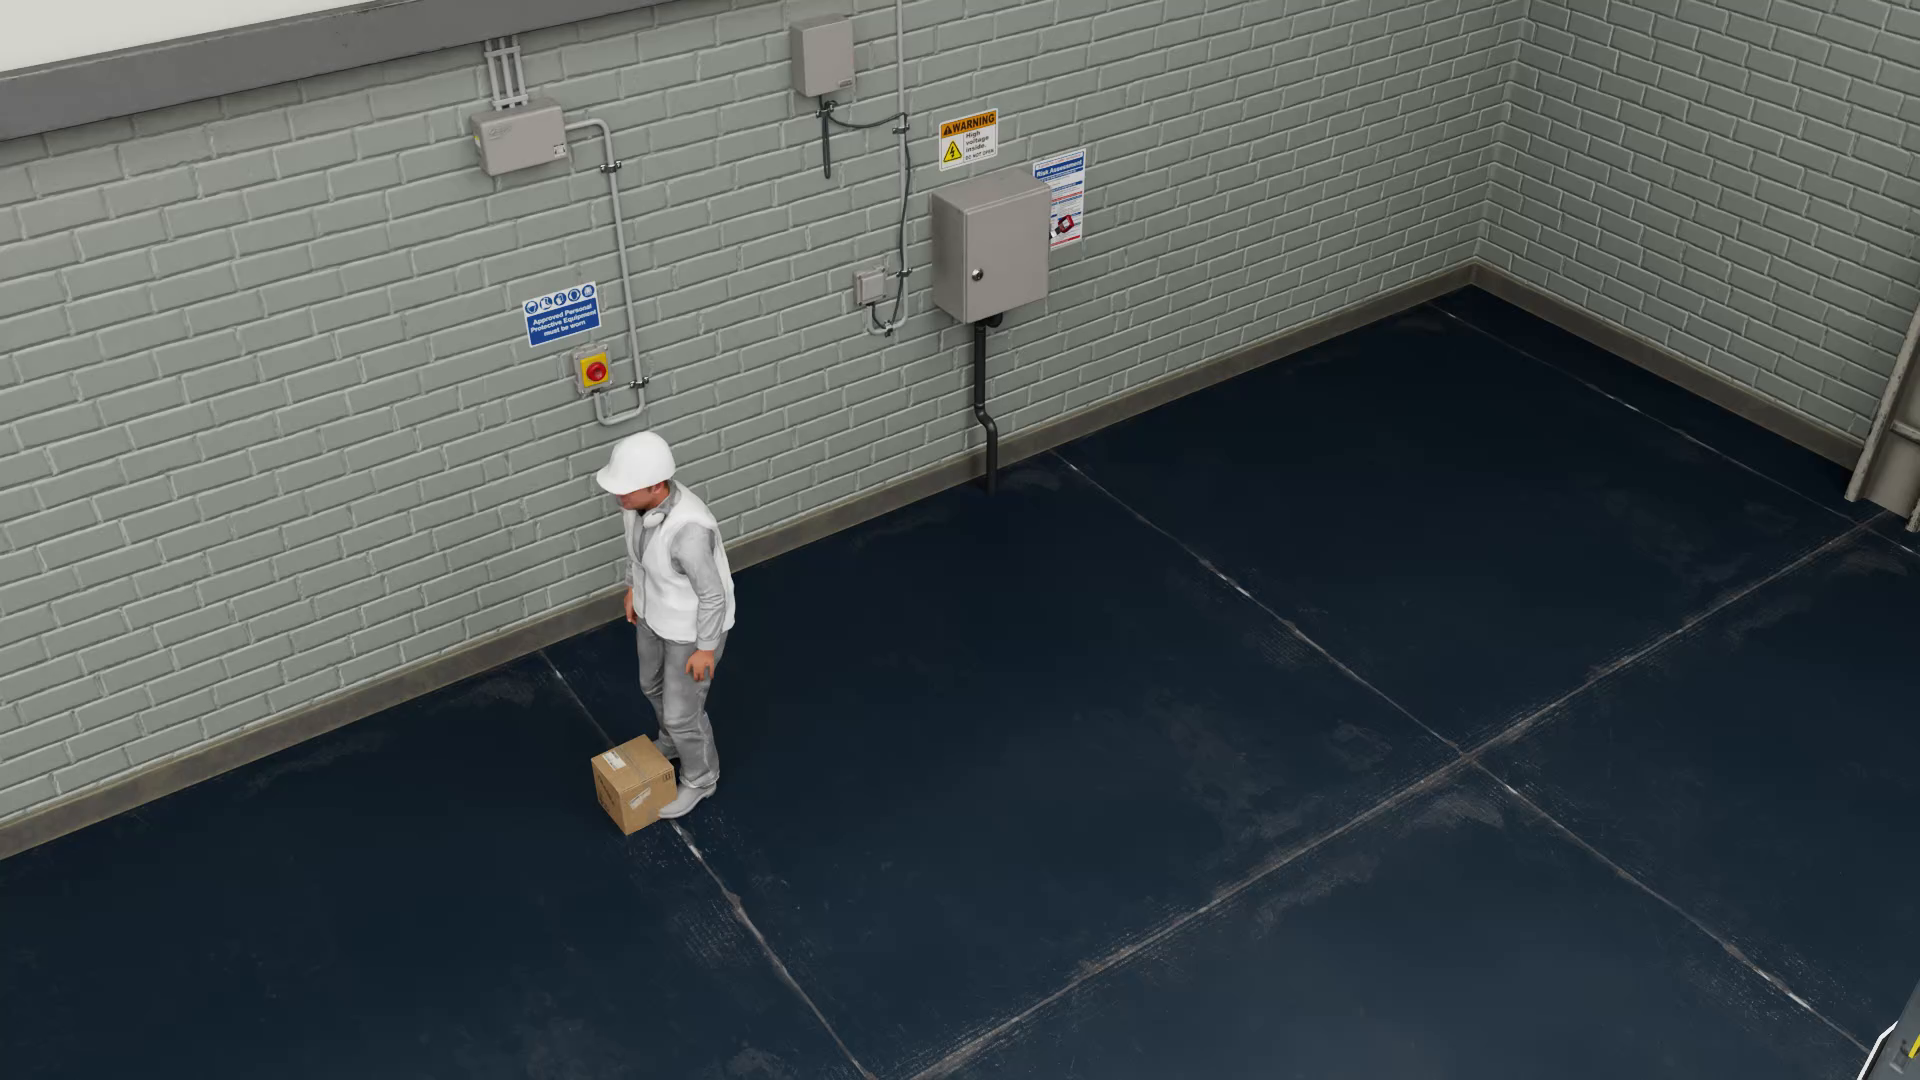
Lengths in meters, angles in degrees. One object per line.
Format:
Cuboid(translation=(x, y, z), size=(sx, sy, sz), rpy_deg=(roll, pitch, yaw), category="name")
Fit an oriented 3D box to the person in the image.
Cuboid(translation=(-1.134, 0.310, 6.555), size=(0.473, 1.771, 0.593), rpy_deg=(-25, 43, -30), category="person")
